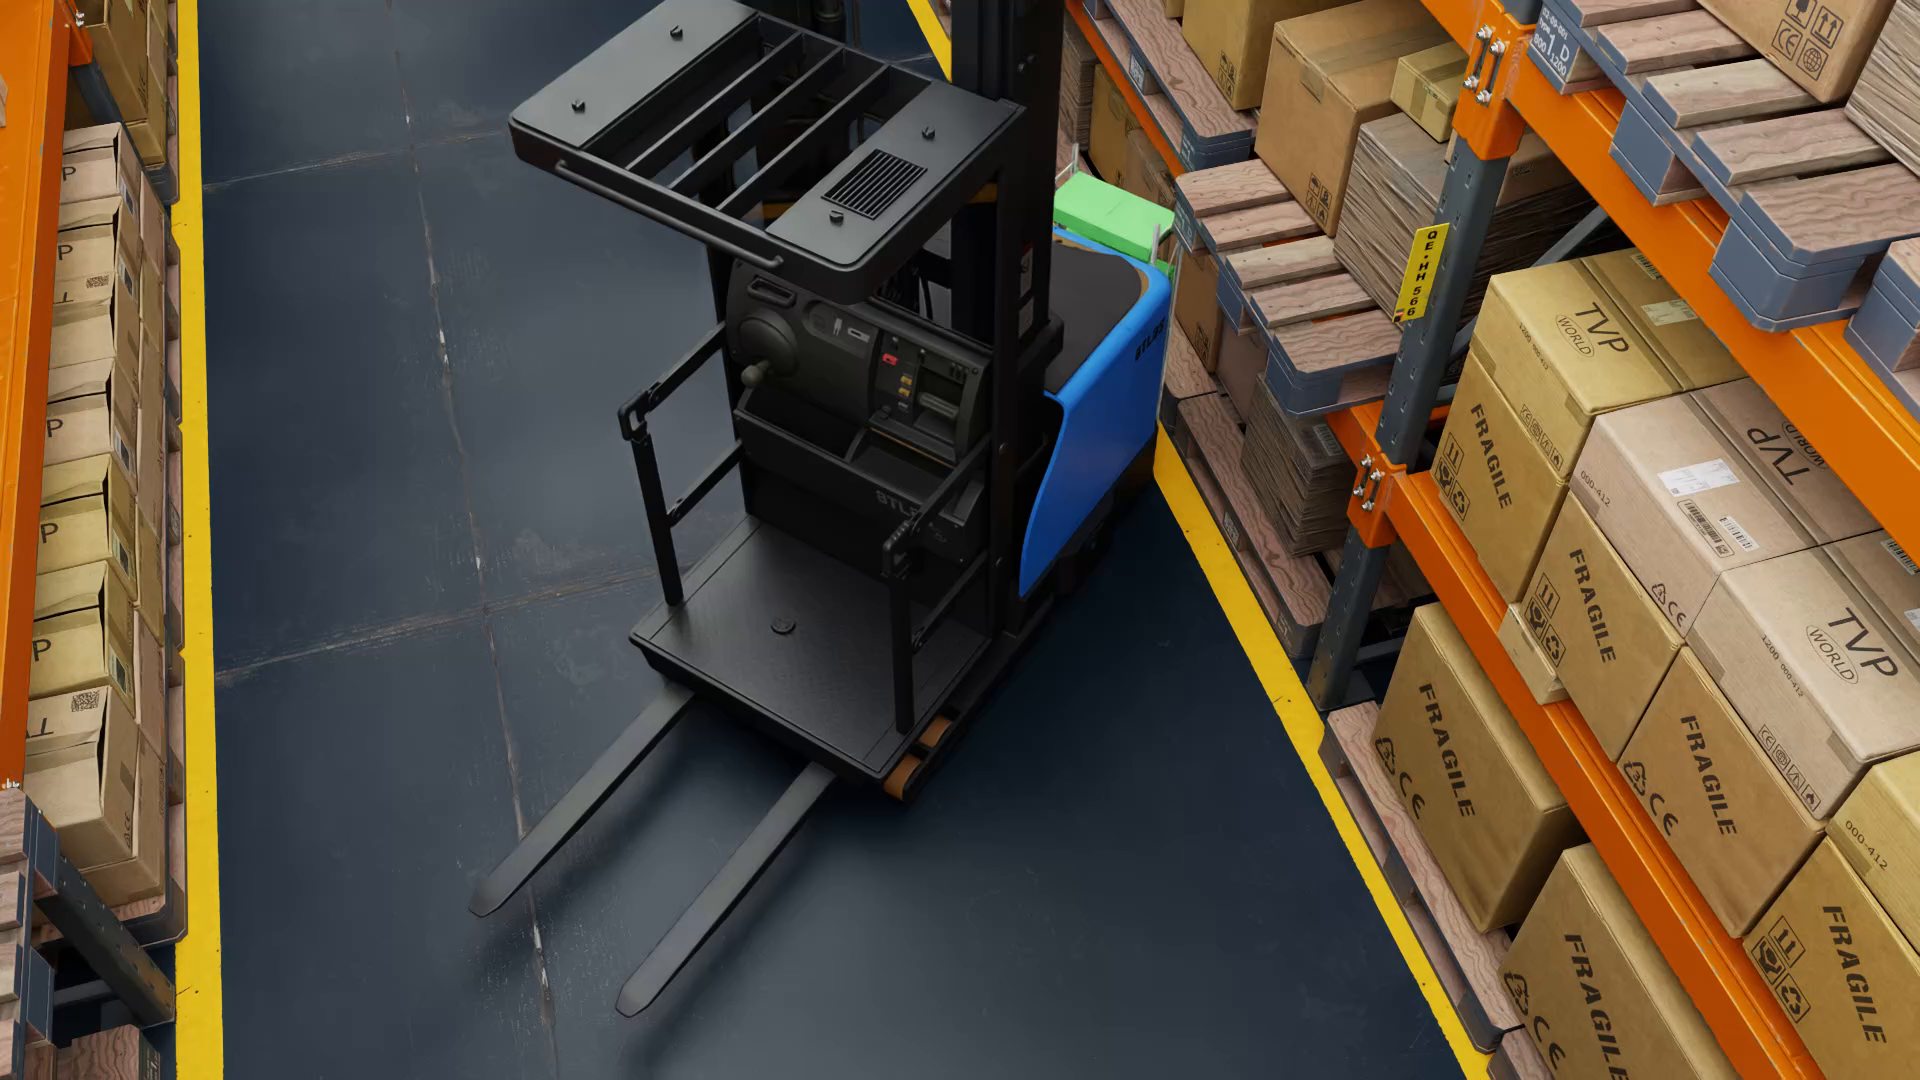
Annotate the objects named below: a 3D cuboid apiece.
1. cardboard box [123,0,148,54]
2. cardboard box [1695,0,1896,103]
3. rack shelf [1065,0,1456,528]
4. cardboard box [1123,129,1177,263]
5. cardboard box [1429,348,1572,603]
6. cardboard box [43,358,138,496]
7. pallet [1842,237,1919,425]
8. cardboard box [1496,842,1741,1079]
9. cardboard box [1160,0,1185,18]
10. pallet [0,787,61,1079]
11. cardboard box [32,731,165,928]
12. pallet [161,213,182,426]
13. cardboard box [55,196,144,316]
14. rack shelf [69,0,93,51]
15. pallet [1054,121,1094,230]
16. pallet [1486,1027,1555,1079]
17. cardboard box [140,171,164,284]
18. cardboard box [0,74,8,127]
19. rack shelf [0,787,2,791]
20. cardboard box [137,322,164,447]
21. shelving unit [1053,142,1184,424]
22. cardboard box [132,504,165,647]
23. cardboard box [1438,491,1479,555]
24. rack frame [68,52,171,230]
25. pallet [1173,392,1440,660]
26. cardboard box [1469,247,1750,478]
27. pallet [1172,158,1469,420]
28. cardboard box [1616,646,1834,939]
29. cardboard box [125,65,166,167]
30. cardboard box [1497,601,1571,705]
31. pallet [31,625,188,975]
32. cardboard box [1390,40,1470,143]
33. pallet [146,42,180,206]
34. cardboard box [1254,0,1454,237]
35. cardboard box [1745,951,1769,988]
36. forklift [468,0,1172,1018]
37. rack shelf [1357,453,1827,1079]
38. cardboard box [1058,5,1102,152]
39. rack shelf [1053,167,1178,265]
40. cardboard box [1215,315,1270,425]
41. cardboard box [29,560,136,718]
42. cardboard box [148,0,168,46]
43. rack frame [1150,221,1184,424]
[{"bbox_3d":[-4.150,-2.560,7.769,0.500,0.500,0.500,-13,51,-11],"label":"cardboard box"},{"bbox_3d":[1.953,-1.304,3.362,0.700,0.500,0.500,-17,52,-14],"label":"cardboard box"},{"bbox_3d":[1.166,-1.726,6.504,1.077,0.370,4.000,-13,51,-11],"label":"rack shelf"},{"bbox_3d":[1.121,-1.474,7.167,0.700,0.500,0.500,-13,51,-11],"label":"cardboard box"},{"bbox_3d":[1.656,-0.220,4.490,0.500,0.500,0.500,-12,51,-10],"label":"cardboard box"},{"bbox_3d":[-3.313,-0.384,6.058,0.500,0.311,0.500,-14,51,-11],"label":"cardboard box"},{"bbox_3d":[2.332,-0.129,2.848,1.003,0.211,1.213,-11,51,-9],"label":"pallet"},{"bbox_3d":[2.102,1.268,4.640,0.750,0.750,0.750,-14,51,-11],"label":"cardboard box"},{"bbox_3d":[1.075,-2.330,6.189,0.700,0.500,0.500,-7,50,-6],"label":"cardboard box"},{"bbox_3d":[-2.706,1.166,3.720,1.213,0.211,1.003,-13,51,-11],"label":"pallet"},{"bbox_3d":[-2.848,0.927,5.320,0.500,0.250,0.500,-13,51,-11],"label":"cardboard box"},{"bbox_3d":[-3.902,-0.868,7.134,1.003,0.211,1.213,-13,51,-11],"label":"pallet"},{"bbox_3d":[-3.603,-1.117,6.676,0.500,0.311,0.500,-12,51,-10],"label":"cardboard box"},{"bbox_3d":[-4.748,-3.525,8.020,1.077,0.370,4.000,-13,51,-11],"label":"rack shelf"},{"bbox_3d":[0.806,-1.952,8.047,1.003,0.211,1.213,-13,51,-11],"label":"pallet"},{"bbox_3d":[2.275,1.883,4.814,1.003,0.211,1.213,-13,51,-11],"label":"pallet"},{"bbox_3d":[-3.757,-1.308,7.204,0.500,0.250,0.500,-14,51,-11],"label":"cardboard box"},{"bbox_3d":[-3.721,-1.652,6.059,0.396,0.266,0.258,-14,51,-12],"label":"cardboard box"},{"bbox_3d":[-2.382,2.318,3.094,1.077,0.370,4.000,-13,51,-11],"label":"rack shelf"},{"bbox_3d":[-3.458,-0.565,6.578,0.500,0.250,0.500,-12,51,-10],"label":"cardboard box"},{"bbox_3d":[0.560,-0.910,6.519,0.503,1.200,0.258,29,54,22],"label":"shelving unit"},{"bbox_3d":[-3.157,0.182,5.948,0.500,0.250,0.500,-15,51,-12],"label":"cardboard box"},{"bbox_3d":[1.633,-0.130,4.839,0.380,0.149,0.250,-14,51,-12],"label":"cardboard box"},{"bbox_3d":[-4.157,-2.296,6.514,1.000,3.000,0.127,-13,51,-11],"label":"rack frame"},{"bbox_3d":[1.527,-0.170,6.545,1.003,0.211,1.213,-13,51,-11],"label":"pallet"},{"bbox_3d":[1.654,-0.463,4.205,0.500,0.250,0.500,-12,51,-10],"label":"cardboard box"},{"bbox_3d":[1.445,-0.932,5.489,1.213,0.211,1.003,-13,51,-11],"label":"pallet"},{"bbox_3d":[1.948,0.528,3.860,0.500,0.500,0.500,-14,51,-11],"label":"cardboard box"},{"bbox_3d":[-4.004,-1.953,7.748,0.500,0.250,0.500,-13,51,-11],"label":"cardboard box"},{"bbox_3d":[1.697,0.269,4.502,0.380,0.149,0.250,-12,51,-10],"label":"cardboard box"},{"bbox_3d":[-3.180,0.914,5.631,1.003,0.211,1.213,-13,51,-11],"label":"pallet"},{"bbox_3d":[1.517,-1.358,4.945,0.380,0.149,0.250,-21,53,-17],"label":"cardboard box"},{"bbox_3d":[-4.352,-1.988,8.077,1.003,0.211,1.213,-13,51,-11],"label":"pallet"},{"bbox_3d":[1.417,-1.415,5.417,0.700,0.500,0.500,-18,52,-14],"label":"cardboard box"},{"bbox_3d":[2.097,0.988,3.896,0.380,0.149,0.250,-13,51,-11],"label":"cardboard box"},{"bbox_3d":[-0.451,-0.462,5.012,1.130,2.935,3.031,27,55,21],"label":"forklift"},{"bbox_3d":[2.349,1.195,4.041,1.077,0.370,4.000,-13,51,-11],"label":"rack shelf"},{"bbox_3d":[0.808,-2.221,7.798,0.700,0.500,0.500,-12,51,-10],"label":"cardboard box"},{"bbox_3d":[0.566,-1.183,6.205,0.480,0.148,0.258,29,54,22],"label":"rack shelf"},{"bbox_3d":[1.453,-0.750,6.557,0.700,0.500,0.500,-13,51,-11],"label":"cardboard box"},{"bbox_3d":[-3.012,0.365,5.427,0.500,0.311,0.500,-14,51,-12],"label":"cardboard box"},{"bbox_3d":[-4.290,-2.685,8.365,0.500,0.250,0.500,-13,51,-11],"label":"cardboard box"},{"bbox_3d":[0.759,-0.801,6.428,0.015,1.200,0.240,29,54,22],"label":"rack frame"}]
